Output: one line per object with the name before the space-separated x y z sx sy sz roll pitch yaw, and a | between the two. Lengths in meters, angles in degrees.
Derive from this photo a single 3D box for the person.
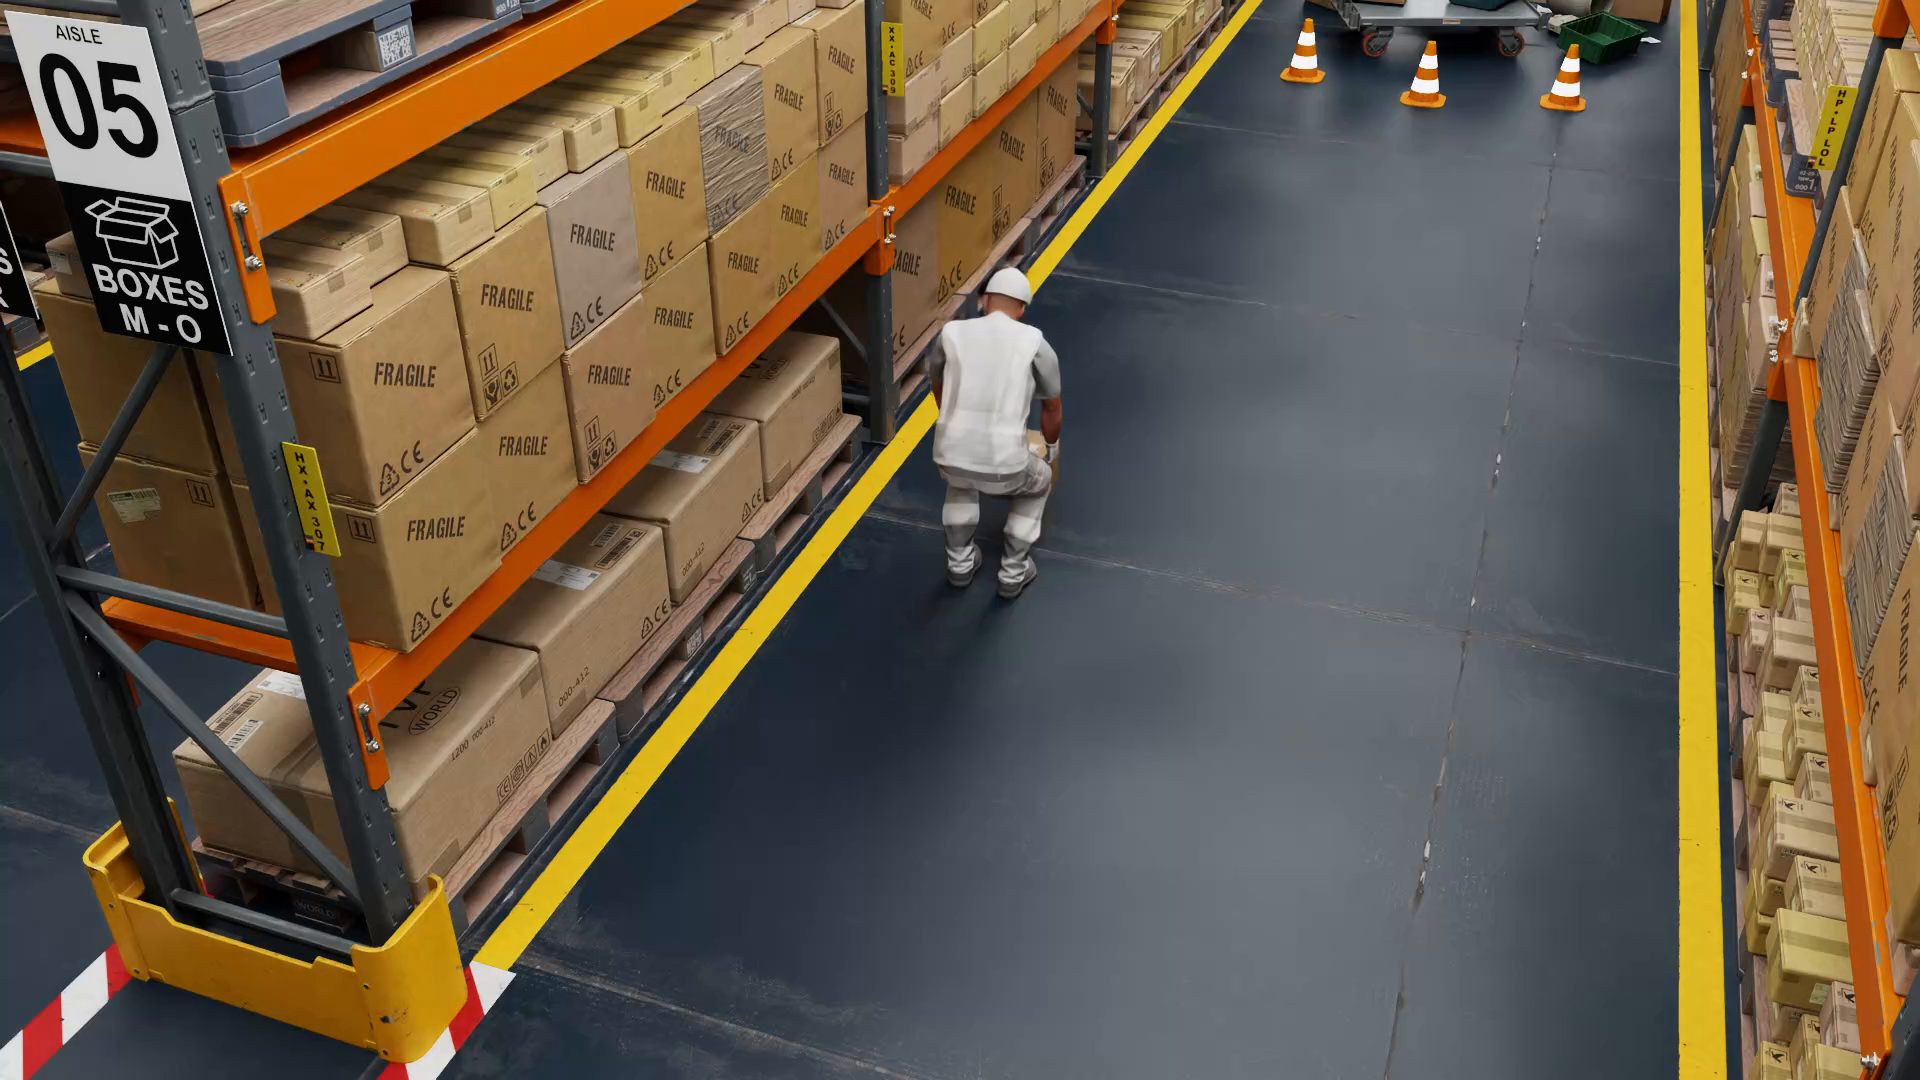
person | 0.122 -0.445 7.204 0.585 1.354 0.793 11 35 17
